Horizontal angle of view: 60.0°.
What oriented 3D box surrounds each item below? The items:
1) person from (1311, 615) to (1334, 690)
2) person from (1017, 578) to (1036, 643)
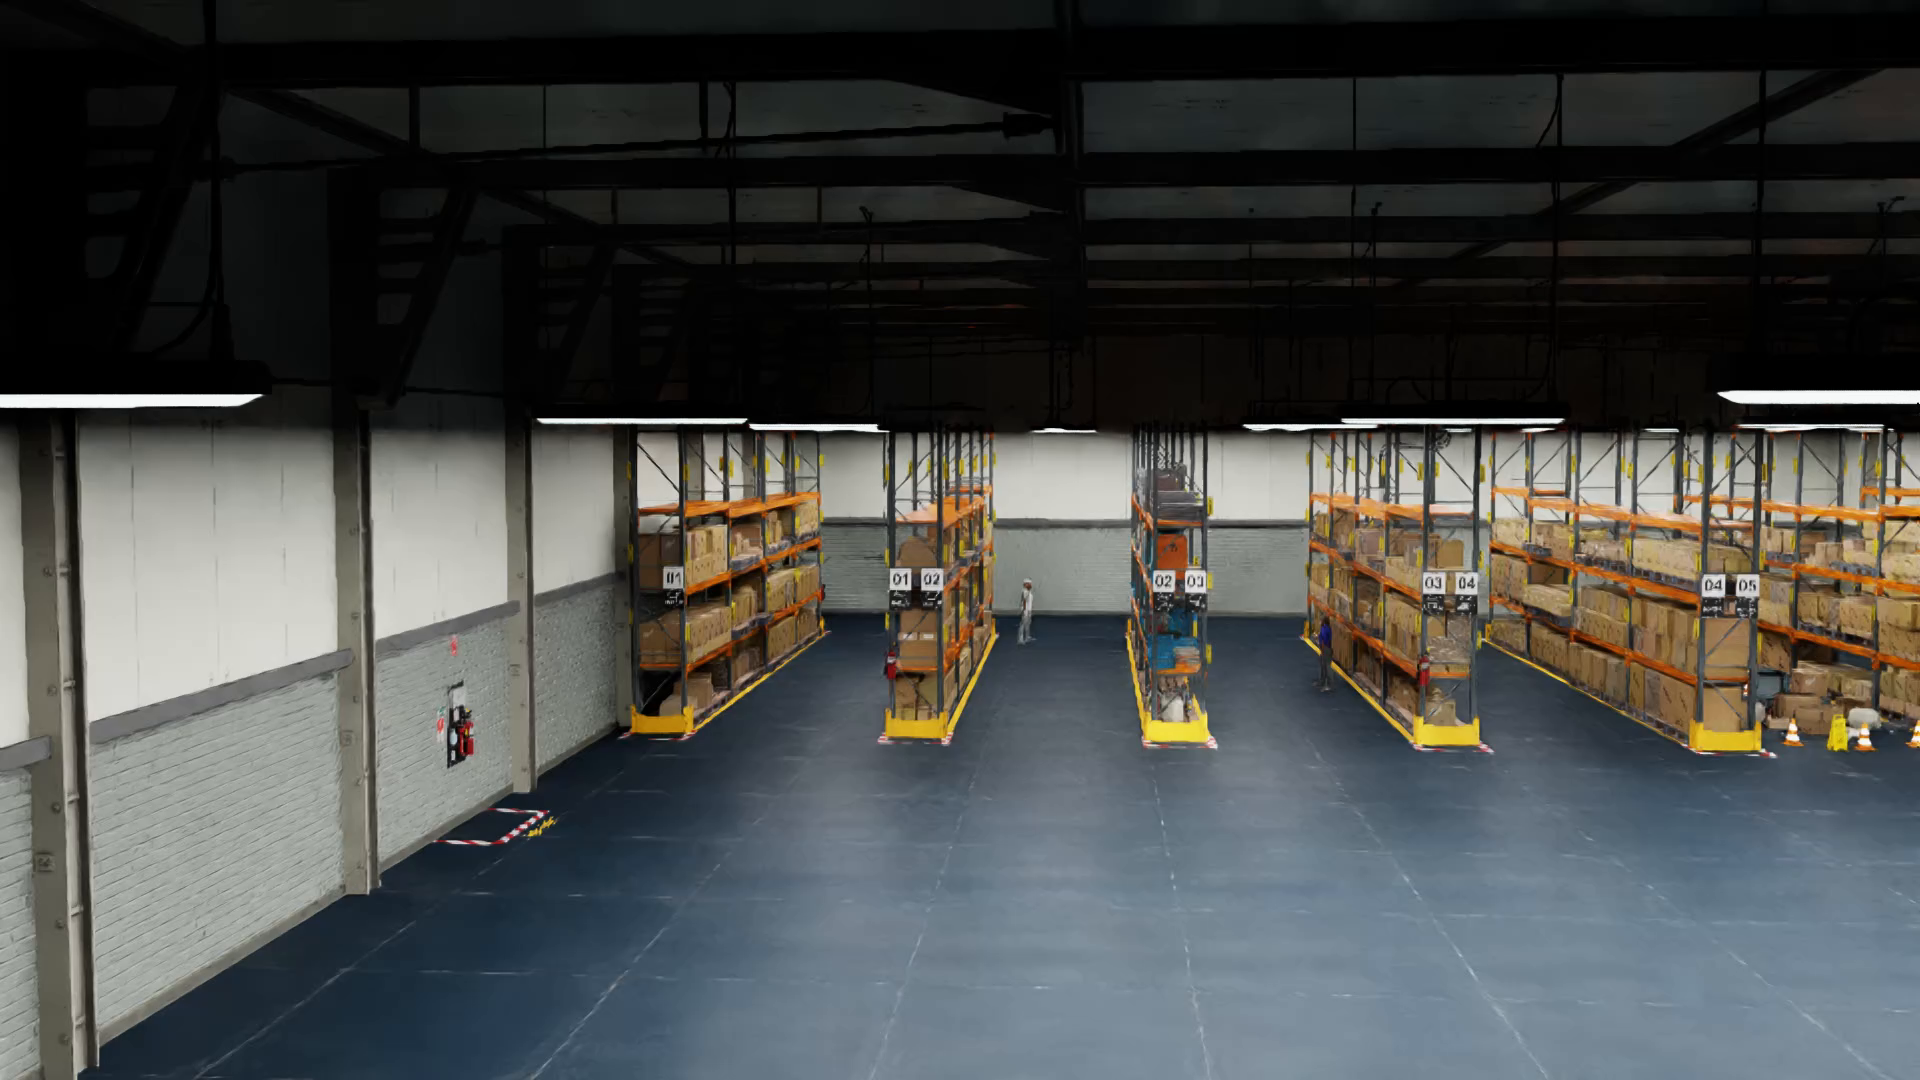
[{"bbox_3d":[8.191,2.516,37.460,0.590,1.649,0.656,2,4,29],"label":"person"},{"bbox_3d":[1.838,1.926,45.765,0.488,1.782,0.641,0,4,8],"label":"person"}]
